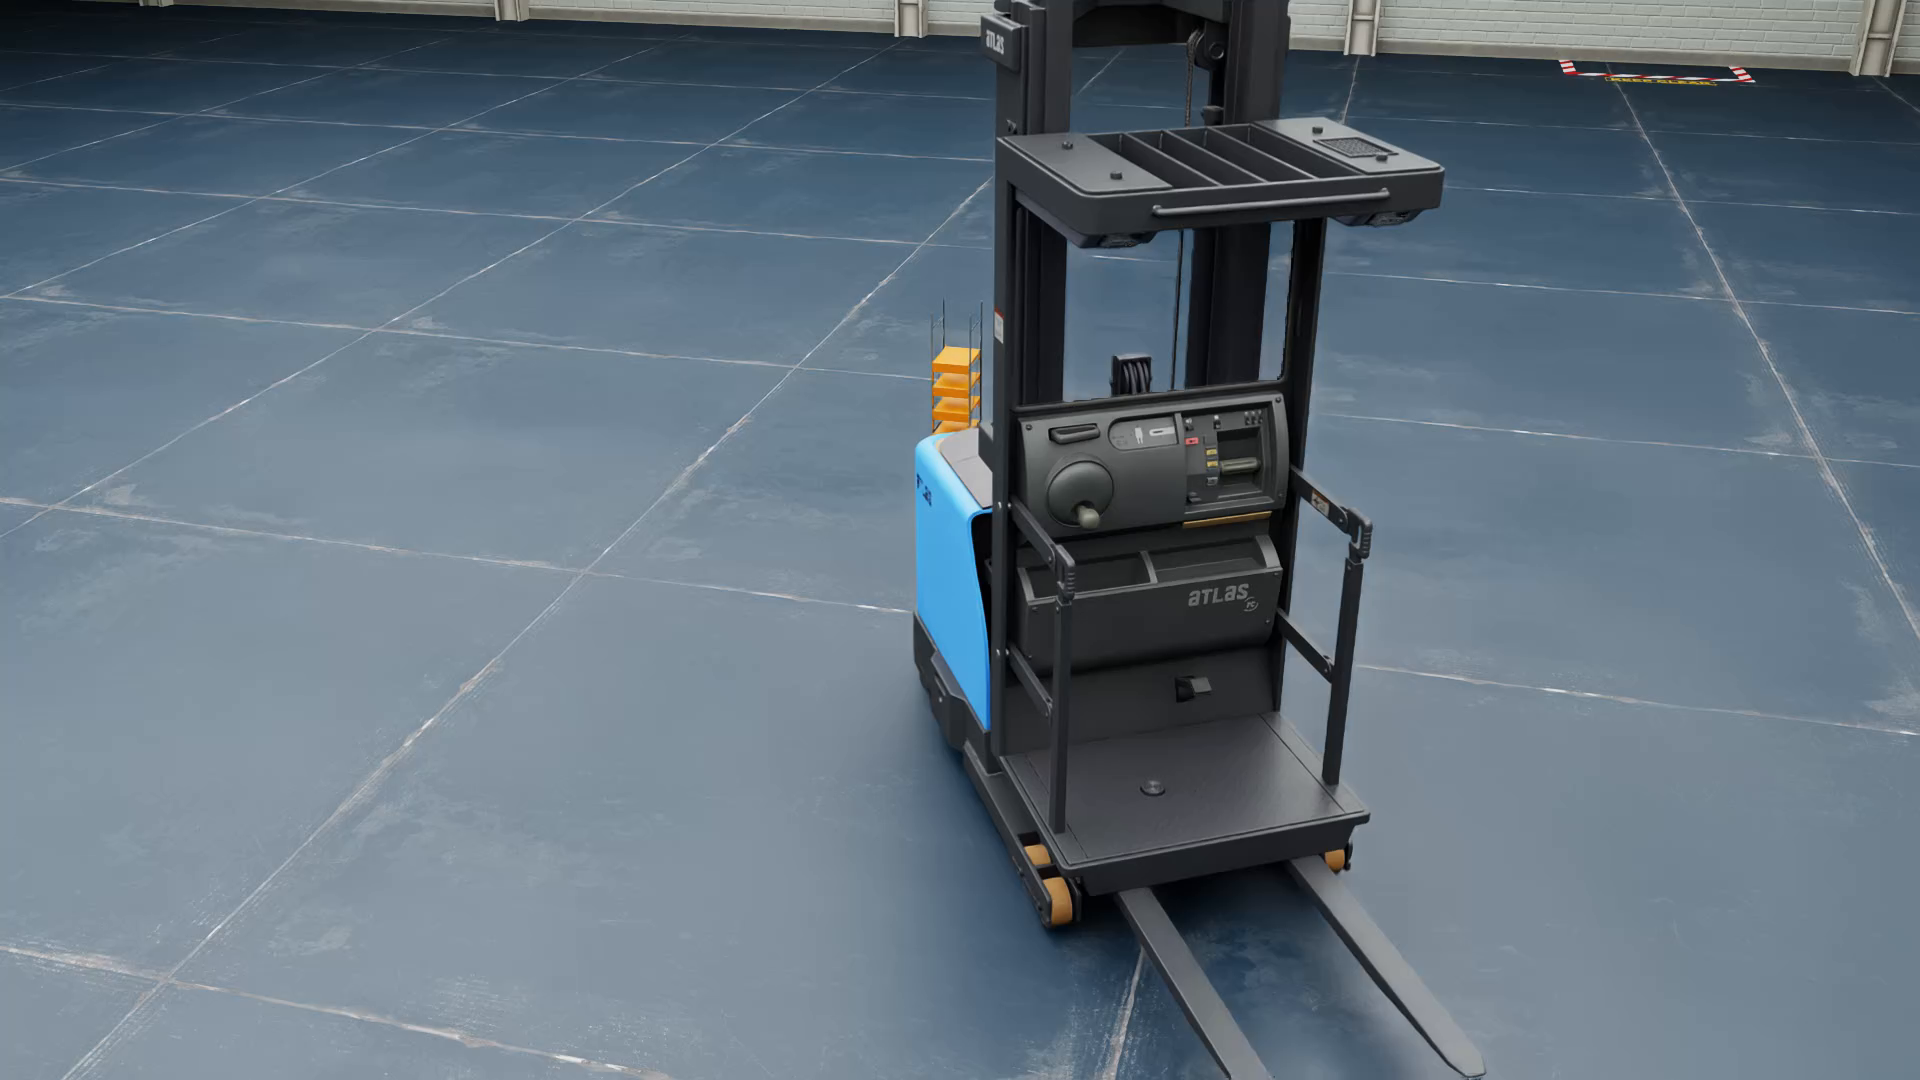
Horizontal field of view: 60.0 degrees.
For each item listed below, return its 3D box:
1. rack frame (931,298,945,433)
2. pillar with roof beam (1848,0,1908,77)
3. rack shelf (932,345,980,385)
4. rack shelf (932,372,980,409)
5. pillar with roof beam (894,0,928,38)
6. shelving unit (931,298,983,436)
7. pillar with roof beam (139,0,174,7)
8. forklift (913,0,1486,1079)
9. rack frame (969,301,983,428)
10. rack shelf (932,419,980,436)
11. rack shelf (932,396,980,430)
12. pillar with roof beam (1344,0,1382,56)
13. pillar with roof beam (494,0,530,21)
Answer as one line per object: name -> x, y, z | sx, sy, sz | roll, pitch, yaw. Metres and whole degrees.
rack frame -> -0.103, -0.553, 8.016 | 0.006, 1.200, 0.240 | 6, 26, 13
pillar with roof beam -> 9.887, -7.891, 14.357 | 0.400, 9.000, 9.100 | 6, 26, 13
rack shelf -> -0.014, -0.828, 7.860 | 0.180, 0.103, 0.258 | 6, 26, 13
rack shelf -> -0.014, -0.720, 7.911 | 0.180, 0.103, 0.258 | 6, 26, 13
pillar with roof beam -> -1.735, -9.176, 17.055 | 0.400, 9.000, 9.100 | 6, 26, 13
shelving unit -> -0.014, -0.543, 7.995 | 0.189, 1.200, 0.258 | 6, 26, 13
pillar with roof beam -> -13.357, -10.461, 19.754 | 0.400, 9.000, 9.100 | 6, 26, 13
forklift -> 0.714, -0.224, 5.311 | 1.130, 2.935, 3.031 | -7, 26, -15
rack frame -> 0.075, -0.533, 7.975 | 0.006, 1.200, 0.240 | 6, 26, 13
rack shelf -> -0.014, -0.503, 8.014 | 0.180, 0.103, 0.258 | 6, 26, 13
rack shelf -> -0.014, -0.612, 7.963 | 0.180, 0.103, 0.258 | 6, 26, 13
pillar with roof beam -> 4.076, -8.534, 15.706 | 0.400, 9.000, 9.100 | 6, 26, 13
pillar with roof beam -> -7.546, -9.818, 18.404 | 0.400, 9.000, 9.100 | 6, 26, 13
